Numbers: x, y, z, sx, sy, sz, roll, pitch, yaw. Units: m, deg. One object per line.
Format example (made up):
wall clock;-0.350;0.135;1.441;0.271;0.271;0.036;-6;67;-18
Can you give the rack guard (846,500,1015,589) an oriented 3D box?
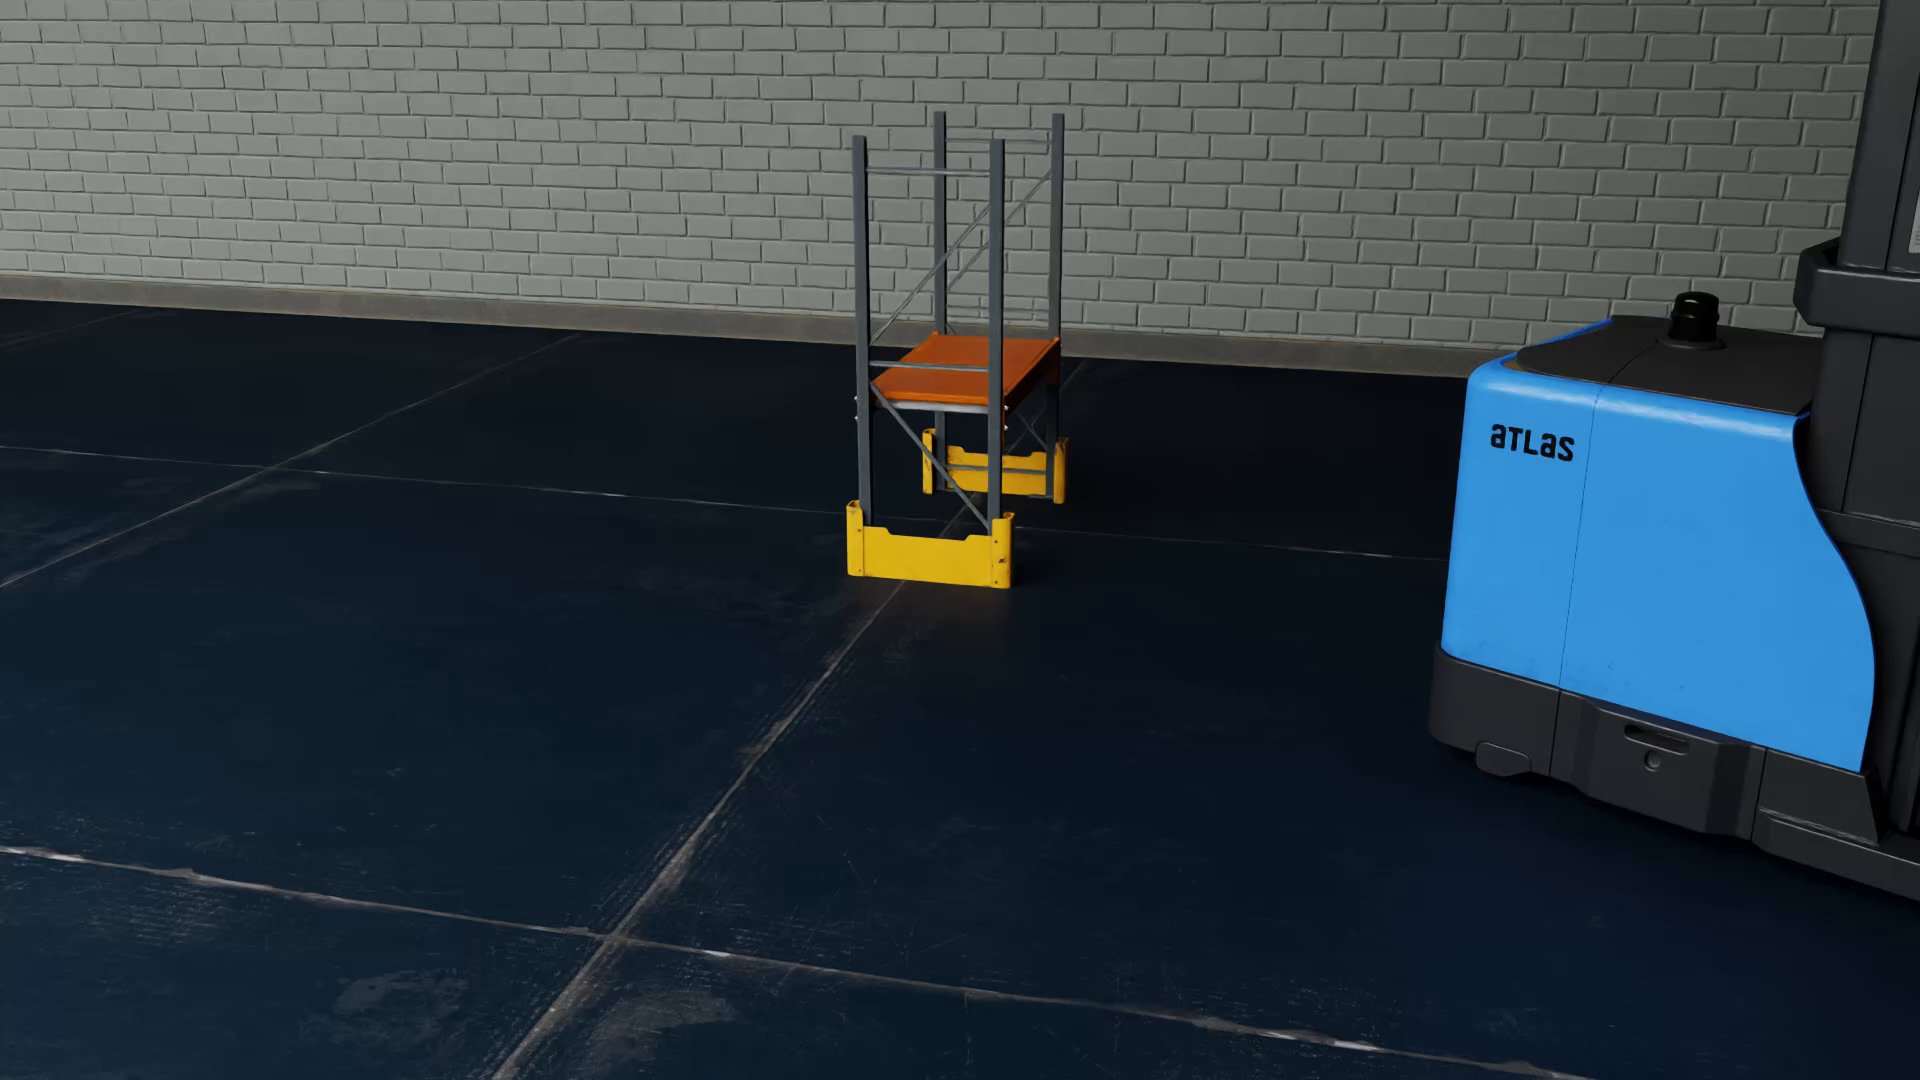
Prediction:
rack guard;-0.103;0.014;5.760;0.587;0.250;0.087;5;19;13

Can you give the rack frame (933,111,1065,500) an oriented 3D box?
rack frame;0.145;-0.896;6.490;0.500;1.500;0.032;5;19;13

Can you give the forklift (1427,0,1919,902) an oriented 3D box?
forklift;2.683;-0.596;3.399;3.031;2.935;1.130;16;25;40

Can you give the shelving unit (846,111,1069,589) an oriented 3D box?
shelving unit;0.019;-0.734;6.015;0.587;1.500;1.083;5;19;13

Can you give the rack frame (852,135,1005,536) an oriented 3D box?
rack frame;-0.103;-0.577;5.557;0.500;1.500;0.032;5;19;13

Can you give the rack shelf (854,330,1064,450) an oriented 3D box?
rack shelf;0.021;-0.566;6.082;0.538;0.185;1.000;5;19;13

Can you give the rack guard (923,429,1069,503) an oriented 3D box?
rack guard;0.140;-0.298;6.674;0.587;0.250;0.087;5;19;13
